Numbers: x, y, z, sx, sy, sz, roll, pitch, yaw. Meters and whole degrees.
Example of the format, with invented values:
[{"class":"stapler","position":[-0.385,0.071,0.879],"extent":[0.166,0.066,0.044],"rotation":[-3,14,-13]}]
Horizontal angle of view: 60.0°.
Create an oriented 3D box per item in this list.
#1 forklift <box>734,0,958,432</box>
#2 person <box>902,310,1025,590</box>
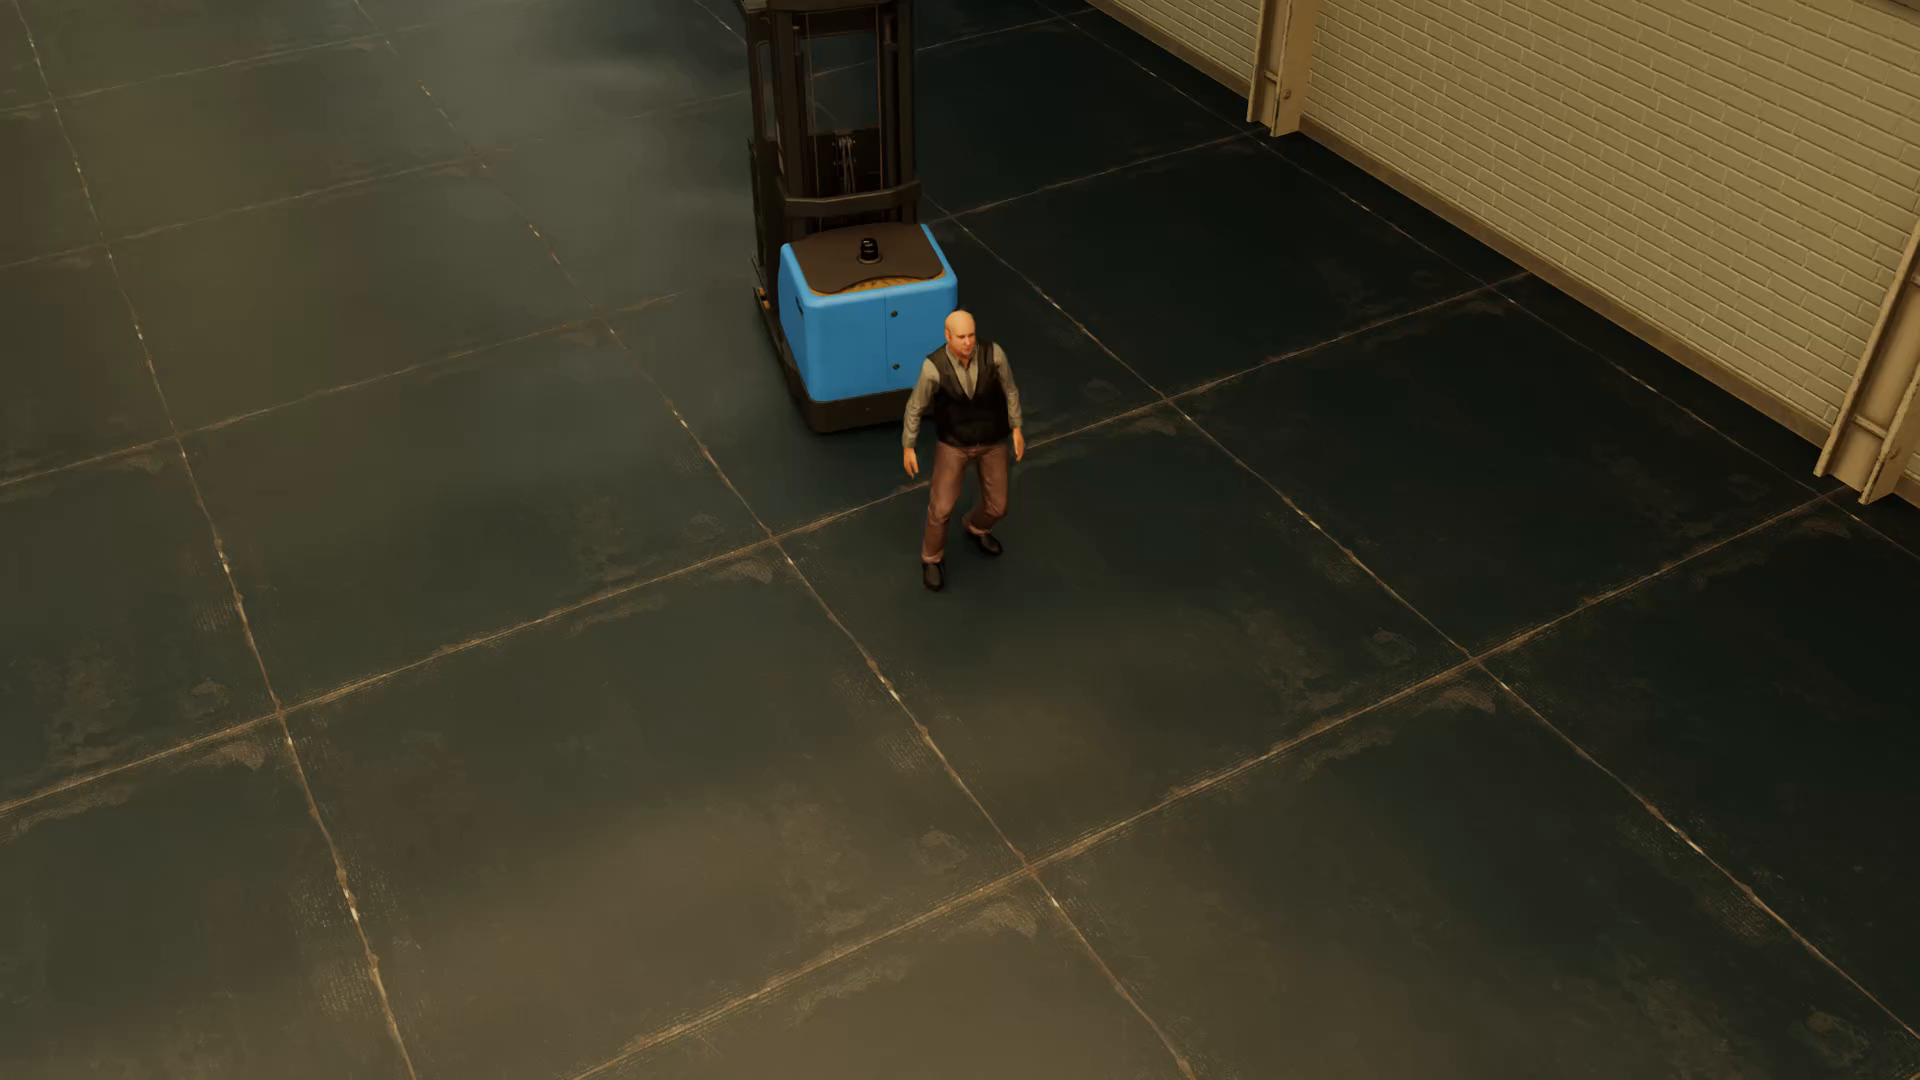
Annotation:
[{"class":"forklift","position":[-0.903,-2.794,11.405],"extent":[1.130,2.935,3.031],"rotation":[-11,41,-13]},{"class":"person","position":[0.019,-0.535,9.677],"extent":[0.717,1.666,0.610],"rotation":[-7,40,-8]}]
